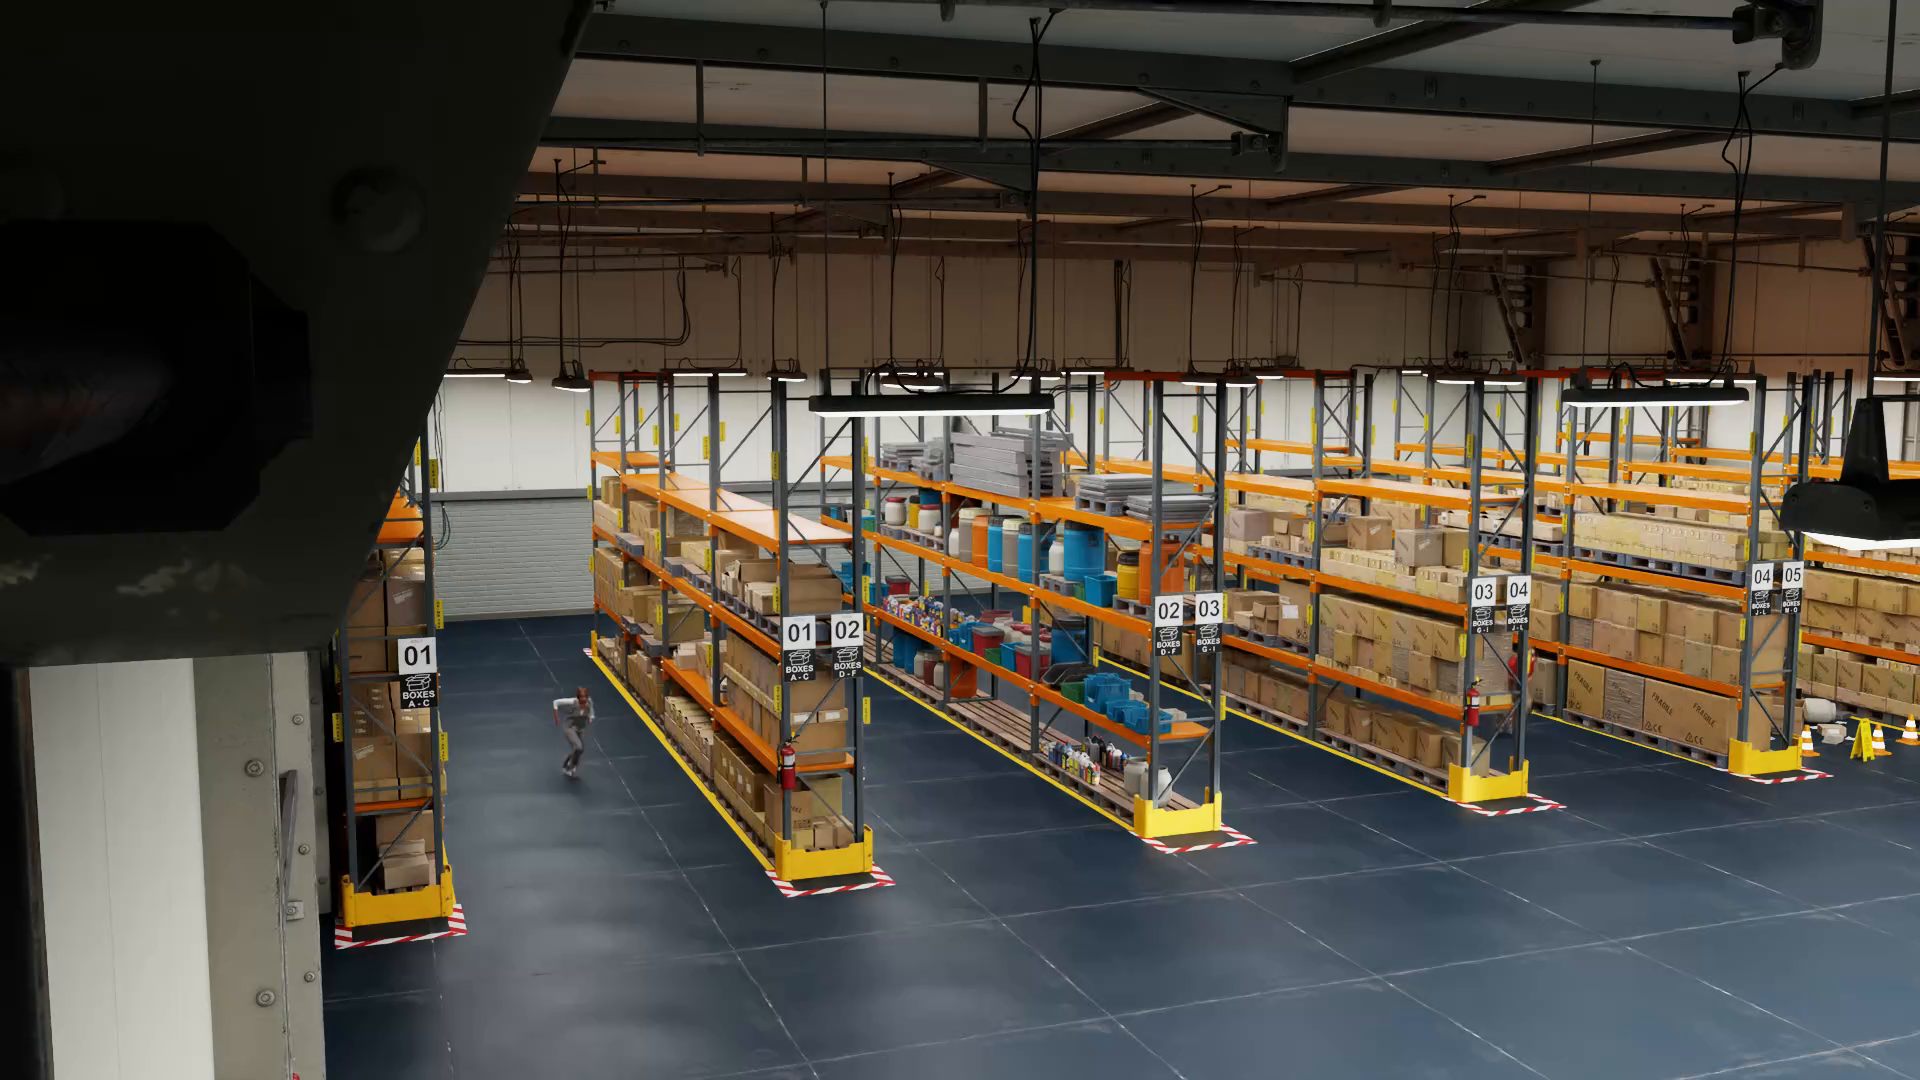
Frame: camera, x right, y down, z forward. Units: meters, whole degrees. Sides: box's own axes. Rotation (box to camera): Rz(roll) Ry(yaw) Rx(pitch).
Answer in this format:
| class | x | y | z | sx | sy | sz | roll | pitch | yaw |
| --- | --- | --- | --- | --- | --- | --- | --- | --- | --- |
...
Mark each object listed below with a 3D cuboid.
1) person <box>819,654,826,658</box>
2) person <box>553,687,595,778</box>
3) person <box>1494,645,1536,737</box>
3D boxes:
| class | x | y | z | sx | sy | sz | roll | pitch | yaw |
| --- | --- | --- | --- | --- | --- | --- | --- | --- | --- |
| person | -2.673 | 1.813 | 30.940 | 0.563 | 1.604 | 0.672 | -2 | 7 | -19 |
| person | -5.729 | 2.875 | 24.685 | 0.560 | 1.393 | 0.867 | -5 | 8 | -37 |
| person | 9.241 | 2.488 | 27.541 | 0.701 | 1.597 | 0.978 | -2 | 7 | -20 |
